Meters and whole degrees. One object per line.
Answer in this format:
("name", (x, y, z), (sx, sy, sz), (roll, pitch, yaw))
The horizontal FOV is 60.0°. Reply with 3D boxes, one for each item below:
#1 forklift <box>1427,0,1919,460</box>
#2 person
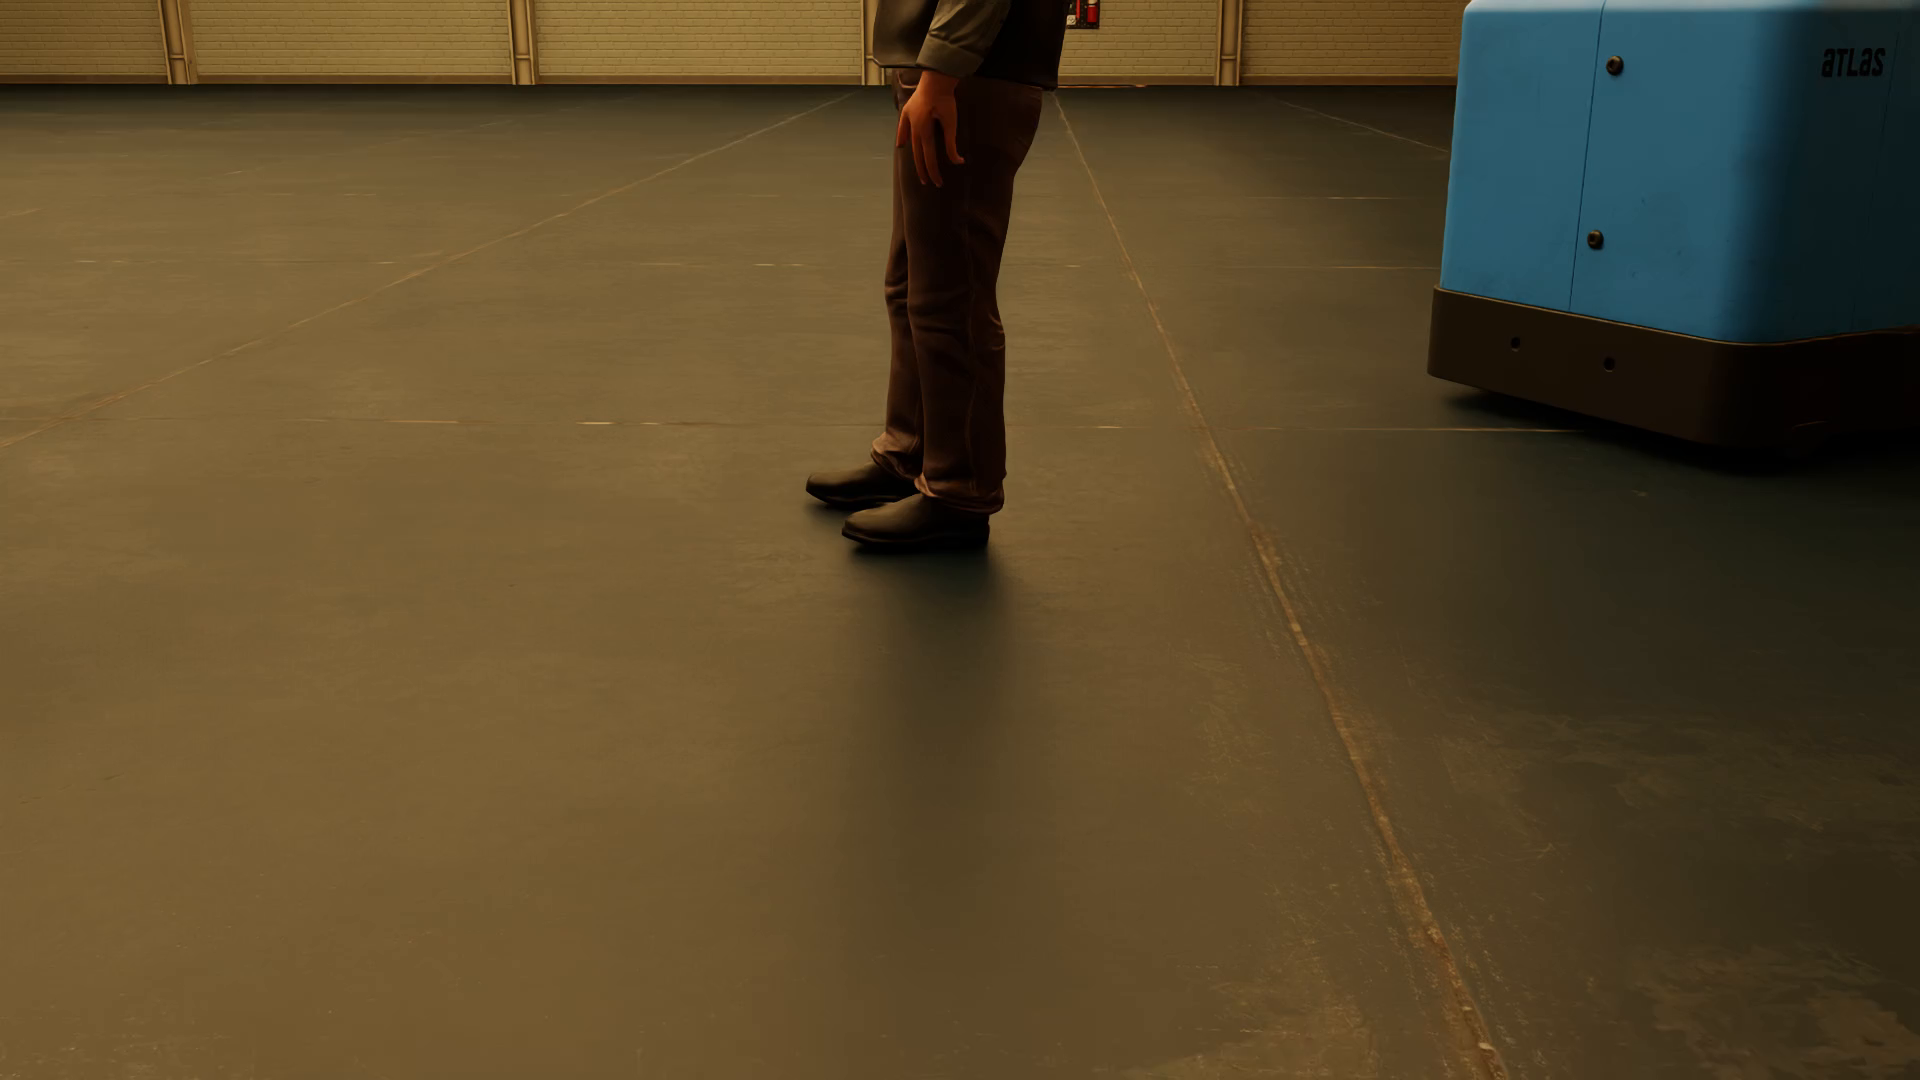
("forklift", (2.842, -1.878, 4.477), (3.031, 2.935, 1.130), (-9, 19, -27))
("person", (-0.063, -0.831, 3.123), (0.566, 1.722, 0.633), (1, 17, 2))
